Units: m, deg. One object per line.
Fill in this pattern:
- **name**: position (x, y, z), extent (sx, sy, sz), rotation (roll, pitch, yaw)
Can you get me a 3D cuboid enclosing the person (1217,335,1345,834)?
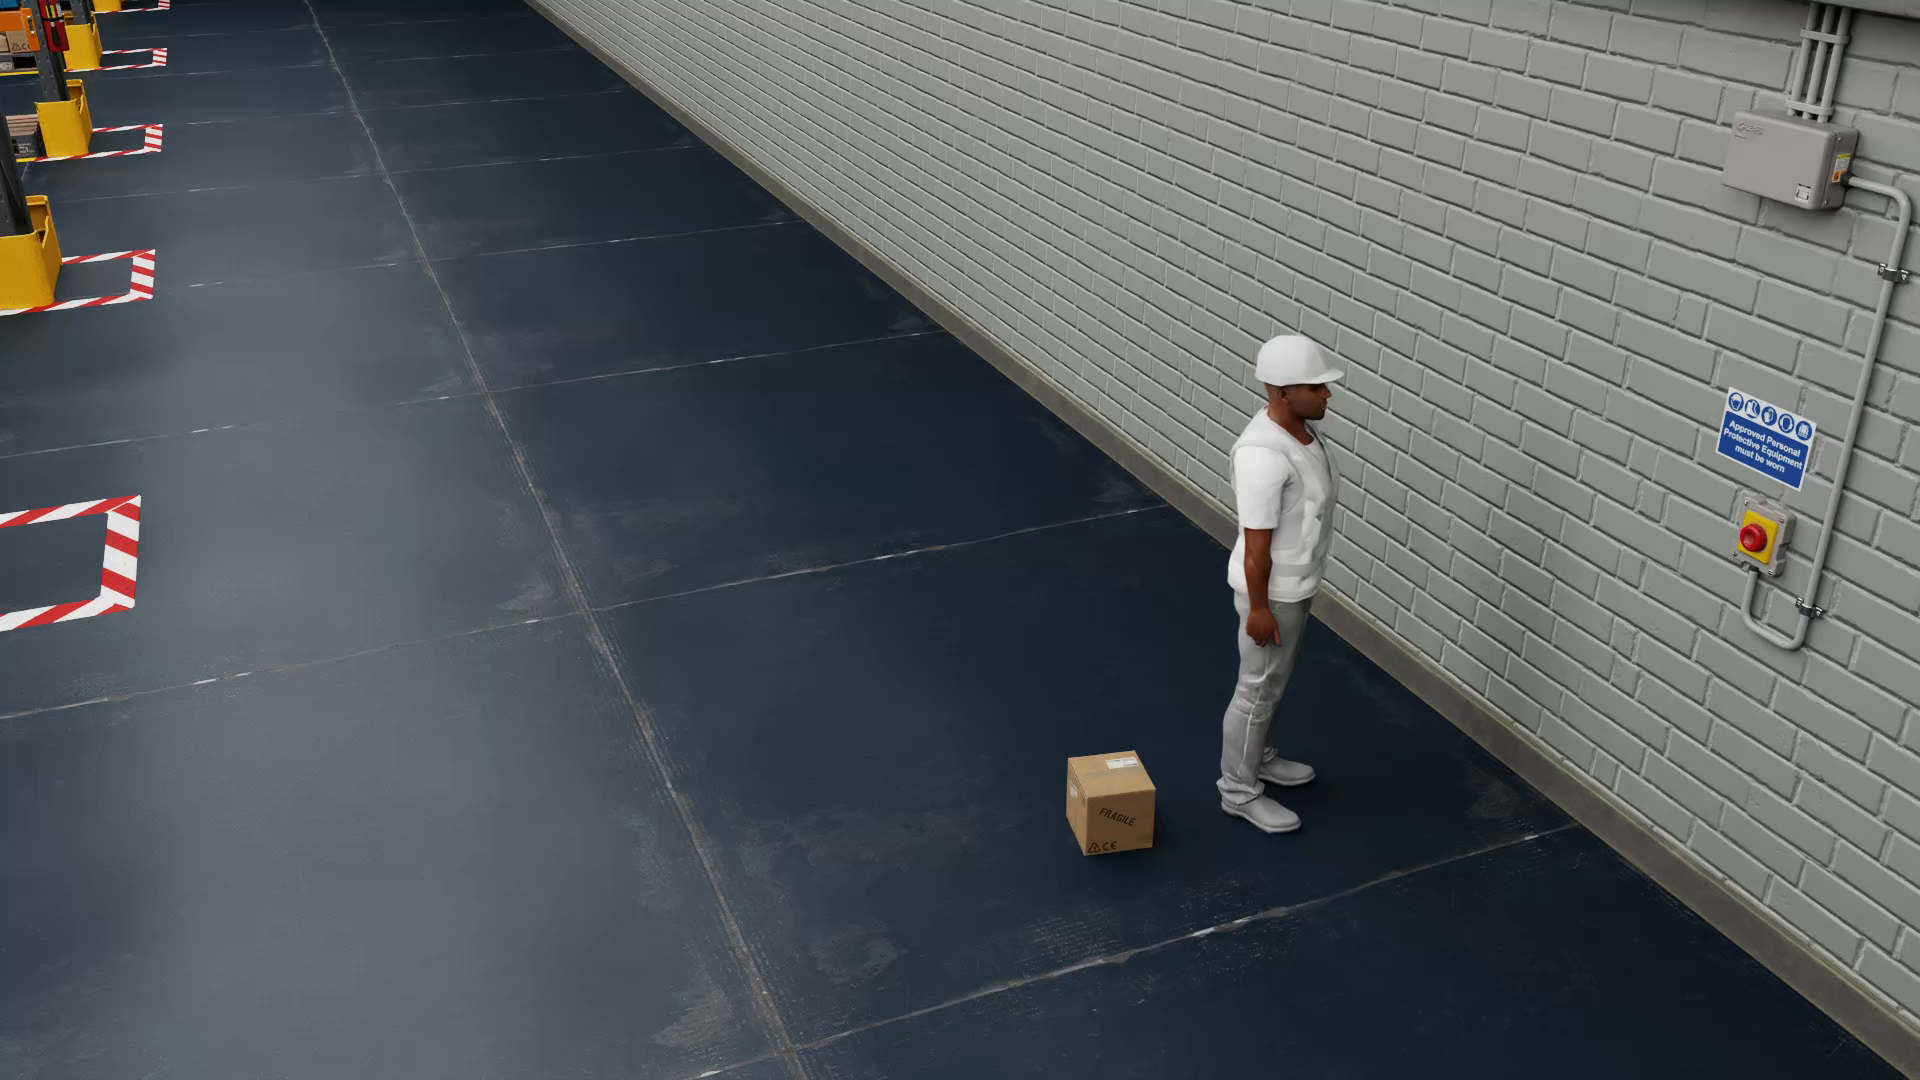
- **person**: position (1.117, 0.139, 5.789), extent (0.366, 1.771, 0.550), rotation (9, 27, 18)
